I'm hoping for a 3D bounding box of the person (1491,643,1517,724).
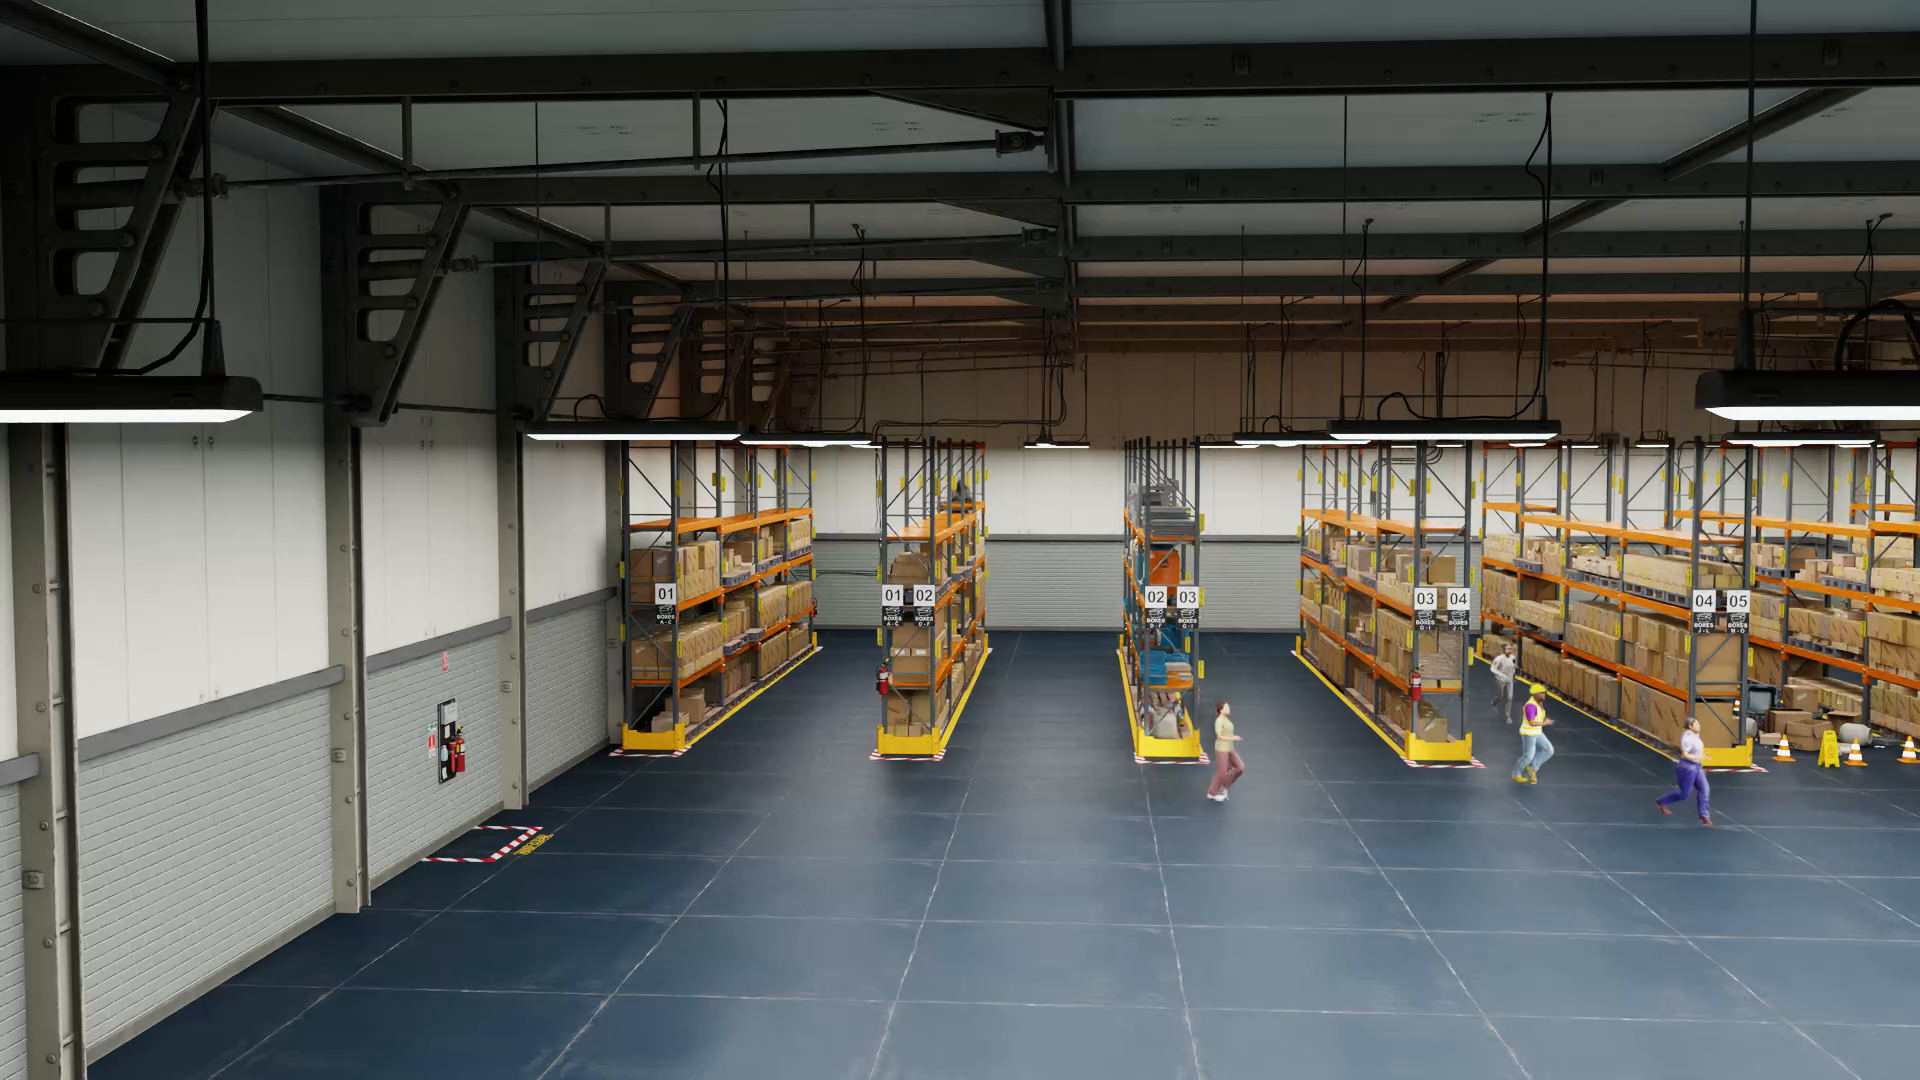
[{"bbox_3d":[11.543,3.000,35.277,0.639,1.689,0.953,0,3,-9],"label":"person"}]

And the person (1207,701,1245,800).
[{"bbox_3d":[4.336,3.433,27.143,0.616,1.635,0.556,2,4,32],"label":"person"}]

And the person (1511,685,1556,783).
[{"bbox_3d":[9.824,3.312,28.447,0.776,1.710,0.739,2,4,36],"label":"person"}]

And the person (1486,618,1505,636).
[{"bbox_3d":[15.388,2.323,47.544,0.835,1.759,0.758,3,4,40],"label":"person"}]

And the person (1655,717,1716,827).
[{"bbox_3d":[11.171,3.556,25.575,0.894,1.694,0.636,2,4,38],"label":"person"}]
